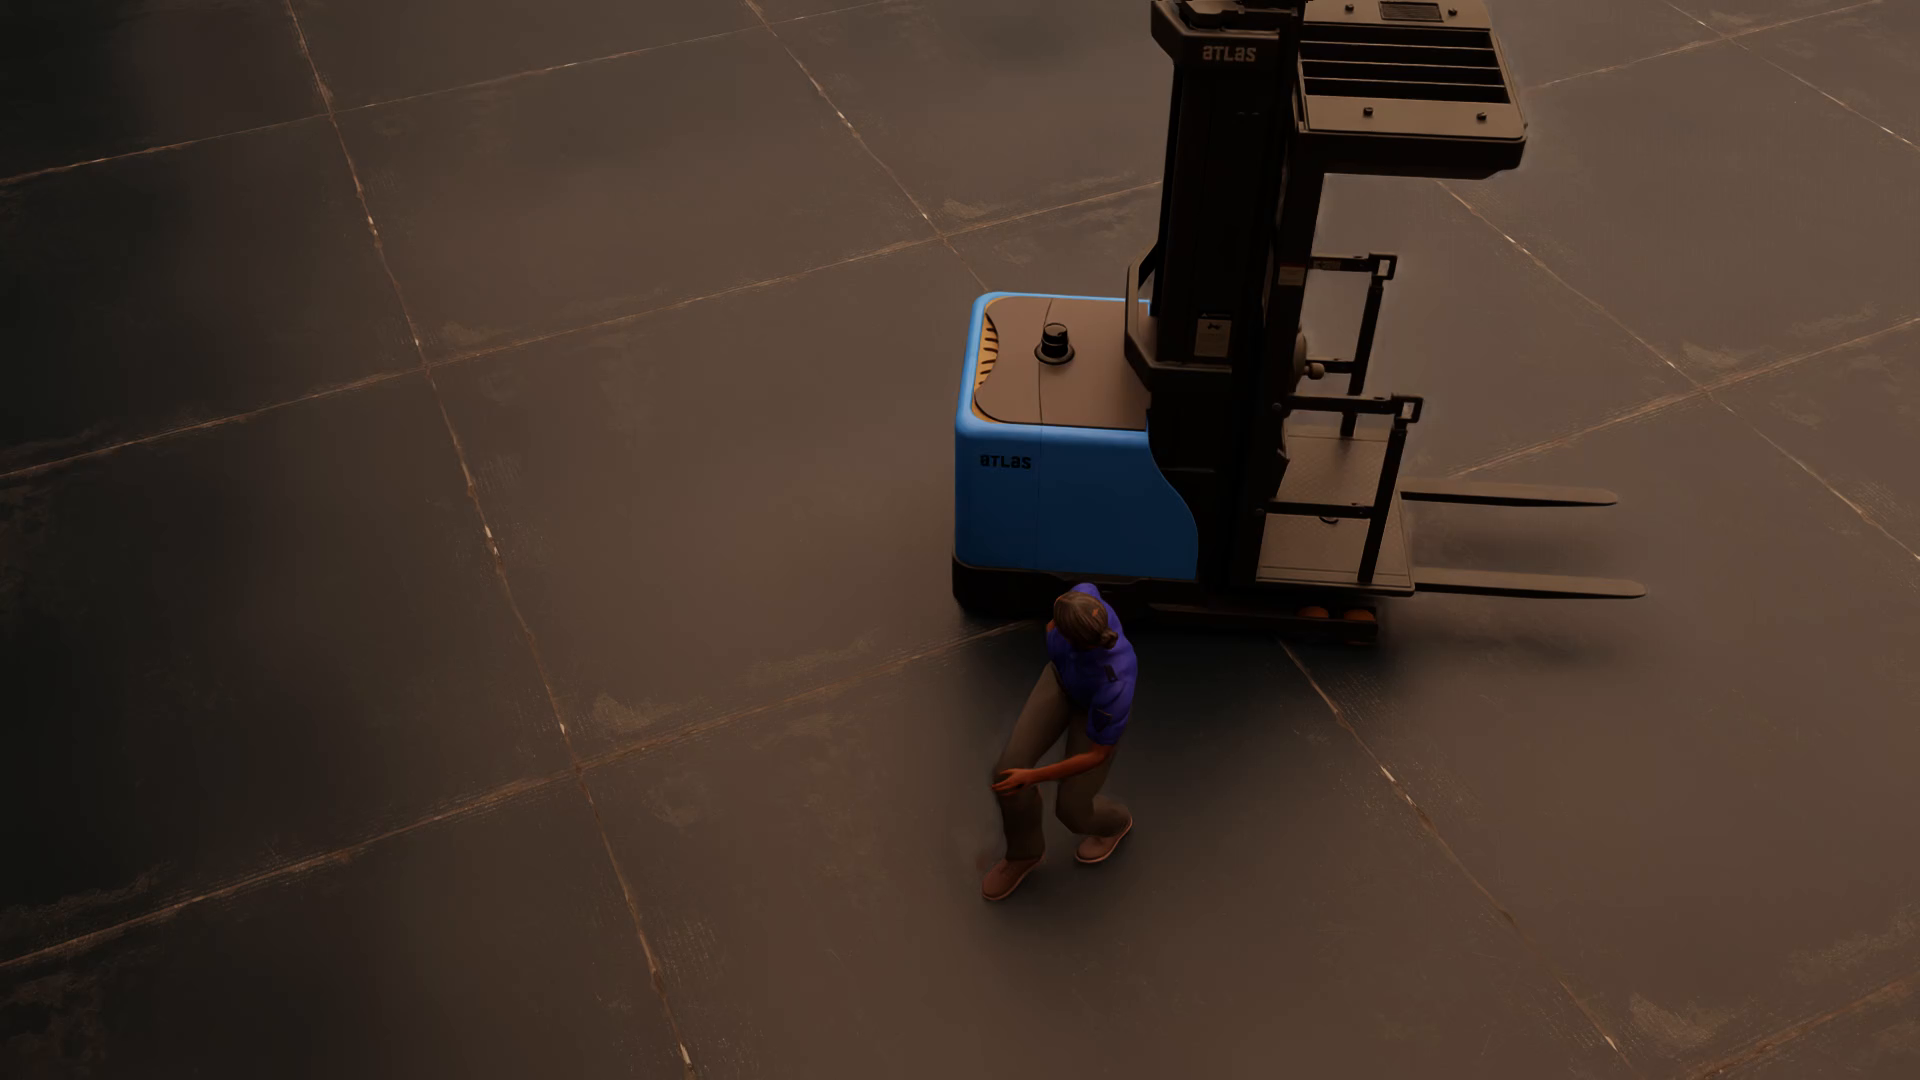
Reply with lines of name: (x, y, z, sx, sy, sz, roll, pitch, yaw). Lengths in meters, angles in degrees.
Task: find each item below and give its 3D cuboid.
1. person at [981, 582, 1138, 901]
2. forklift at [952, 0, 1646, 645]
person: (0.325, 0.655, 6.067, 0.739, 1.477, 0.683, -30, 51, -28)
forklift: (1.513, -0.989, 6.740, 3.031, 2.935, 1.130, 4, 43, 4)
